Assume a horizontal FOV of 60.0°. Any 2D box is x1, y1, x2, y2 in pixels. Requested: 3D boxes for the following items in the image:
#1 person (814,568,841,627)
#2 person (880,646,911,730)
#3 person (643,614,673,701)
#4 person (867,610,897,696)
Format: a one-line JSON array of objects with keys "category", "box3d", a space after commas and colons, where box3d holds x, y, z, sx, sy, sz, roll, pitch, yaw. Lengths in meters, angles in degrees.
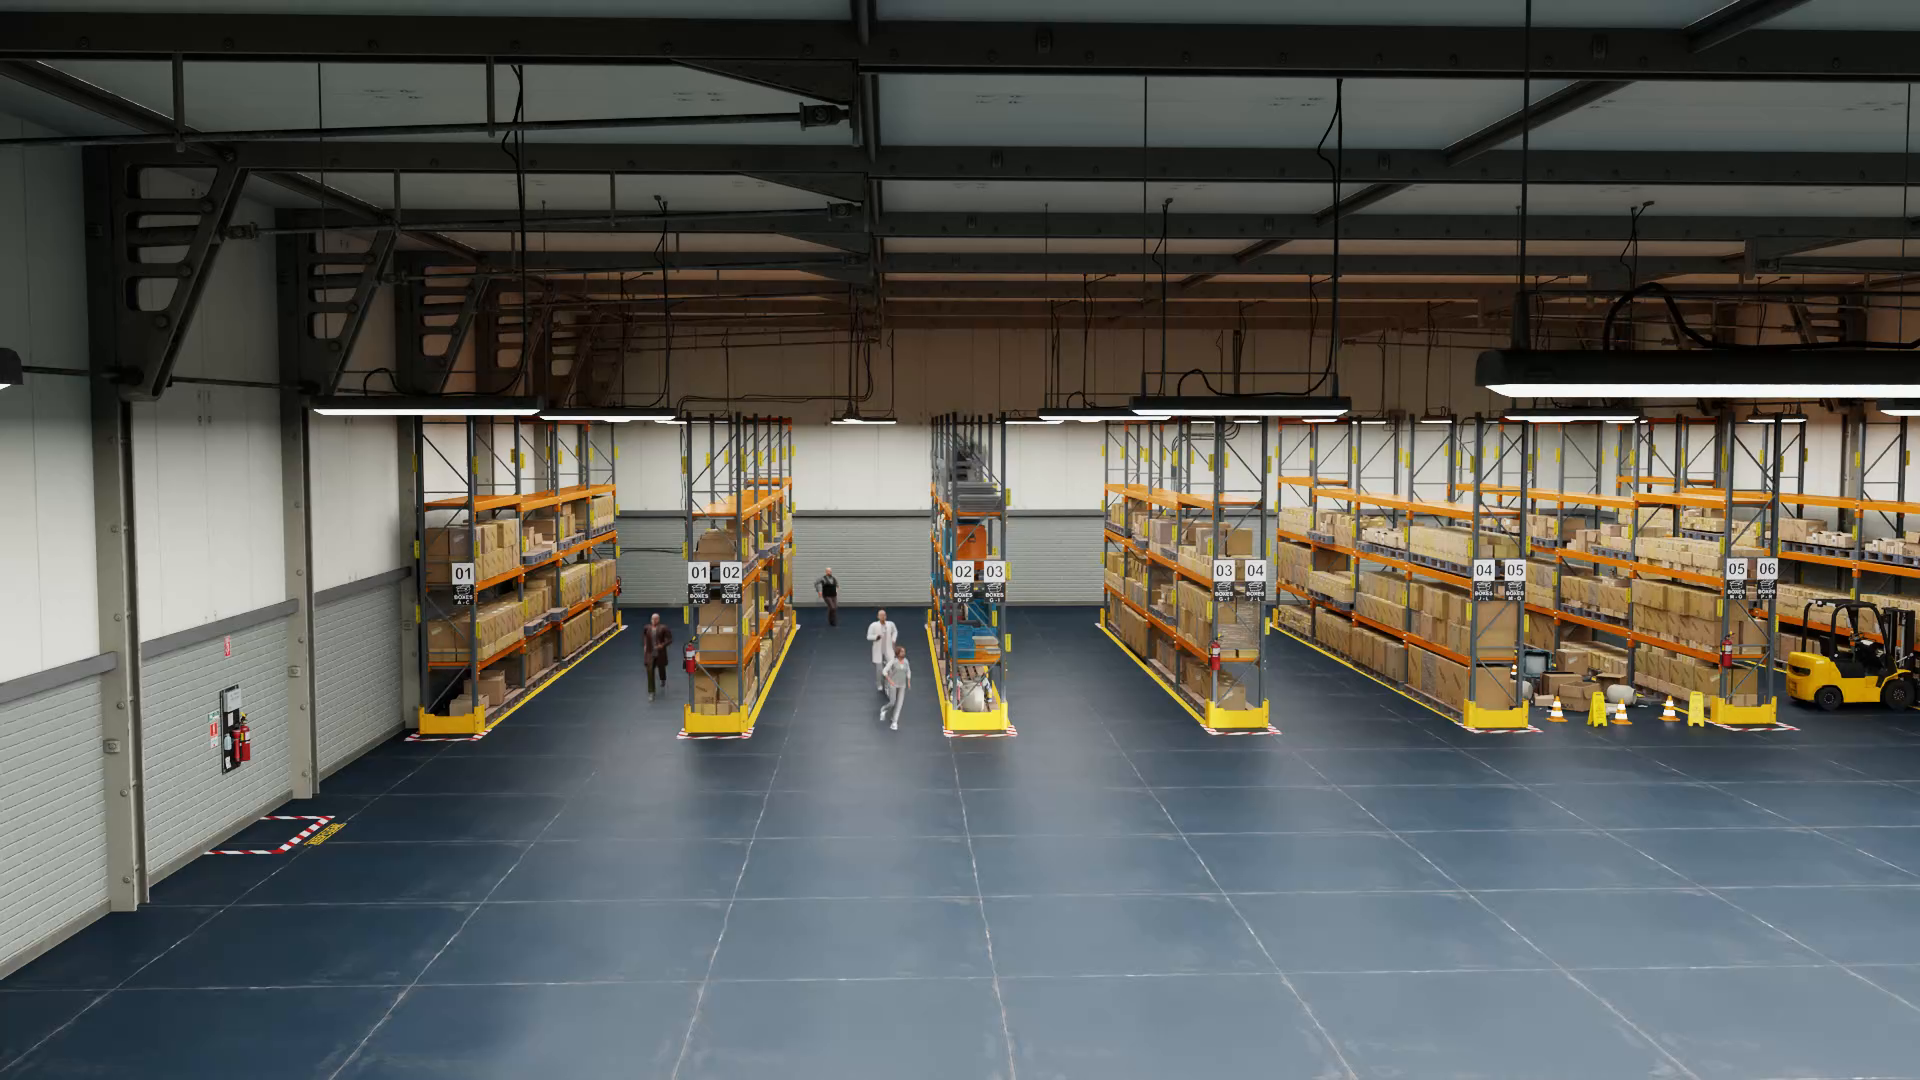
[{"category": "person", "box3d": [-3.739, 1.644, 47.560, 0.776, 1.701, 0.647, -3, 5, -39]}, {"category": "person", "box3d": [-1.180, 2.797, 31.693, 0.595, 1.539, 0.704, -2, 4, -25]}, {"category": "person", "box3d": [-6.420, 2.456, 35.276, 0.674, 1.805, 1.202, 0, 4, -2]}, {"category": "person", "box3d": [-1.645, 2.416, 35.608, 0.685, 1.826, 0.750, -1, 4, -10]}]
